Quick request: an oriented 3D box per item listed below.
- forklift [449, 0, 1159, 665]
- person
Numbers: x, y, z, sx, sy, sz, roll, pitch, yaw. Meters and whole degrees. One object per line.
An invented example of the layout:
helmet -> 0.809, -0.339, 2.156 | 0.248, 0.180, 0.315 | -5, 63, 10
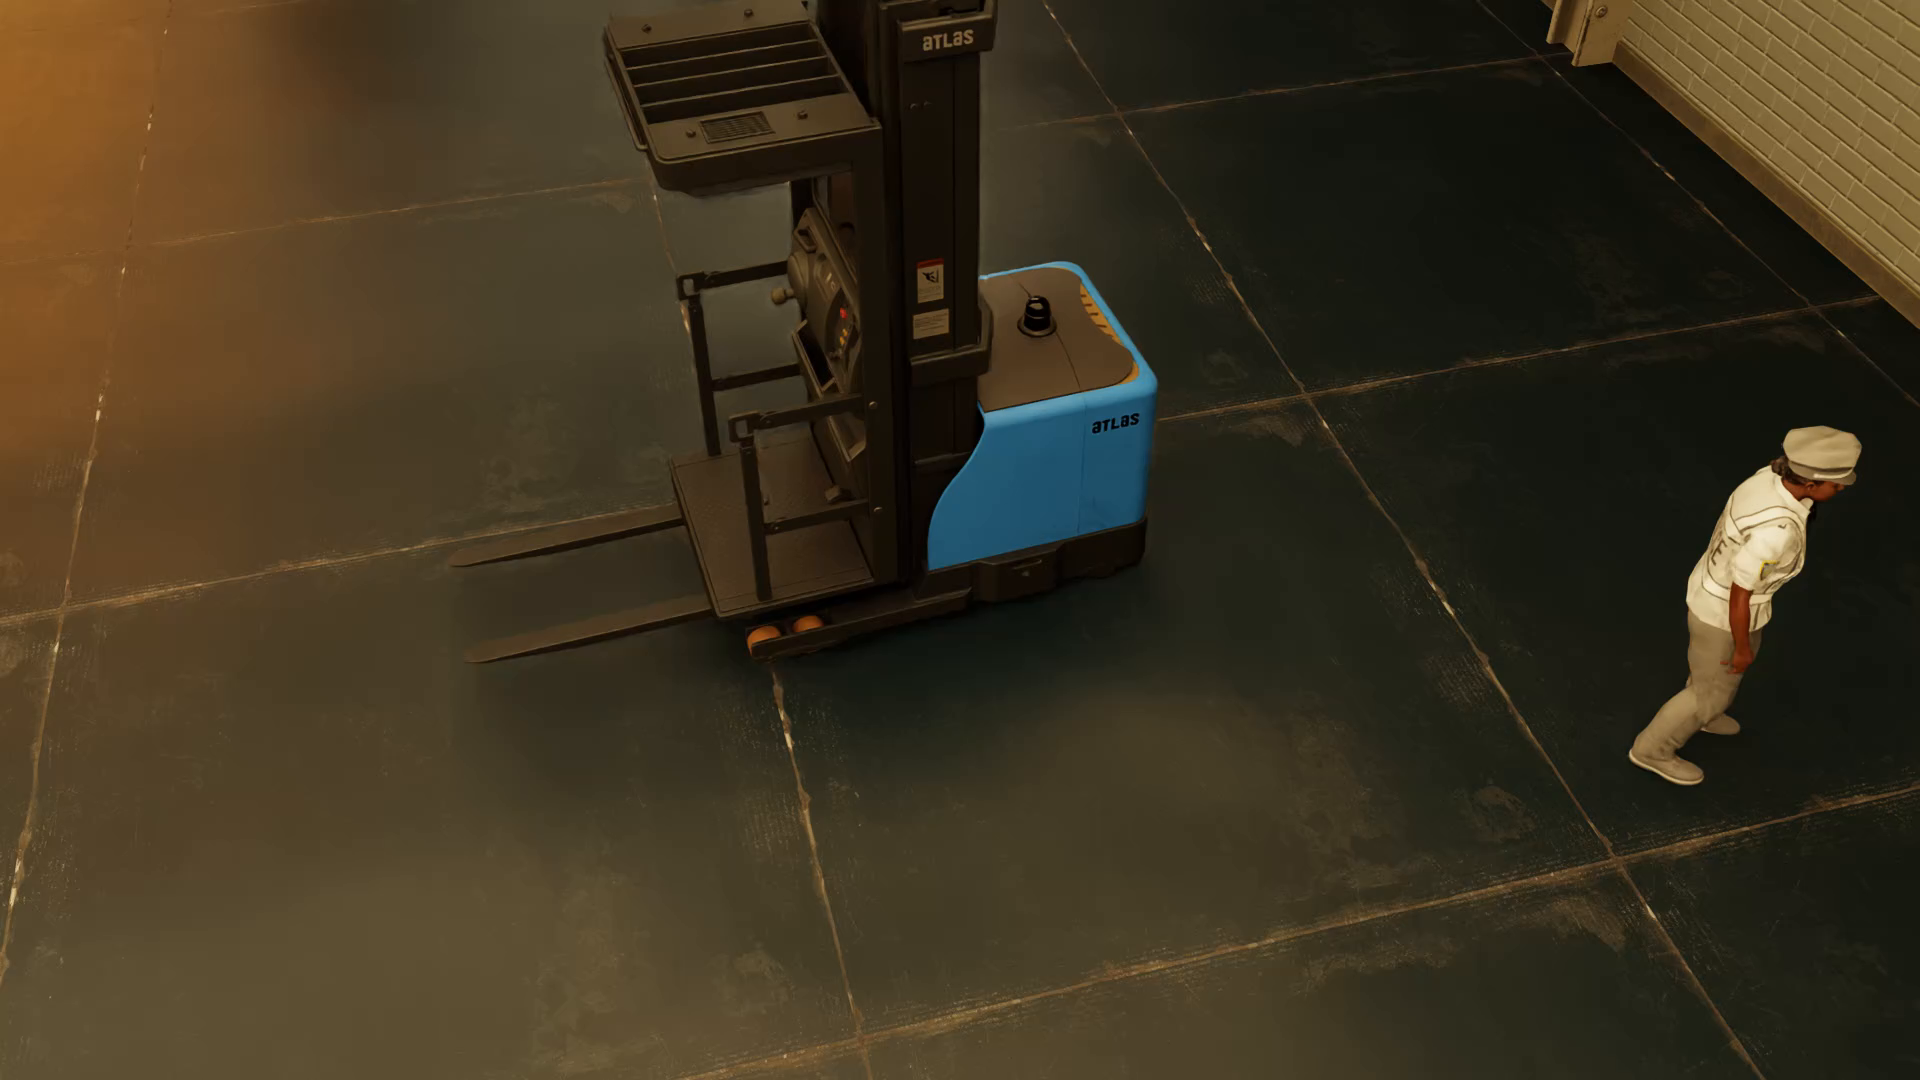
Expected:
forklift -> -0.727, -0.940, 6.639 | 3.031, 2.935, 1.130 | -13, 45, -13
person -> 2.973, 0.270, 6.305 | 0.436, 1.681, 0.519 | 17, 46, 18
